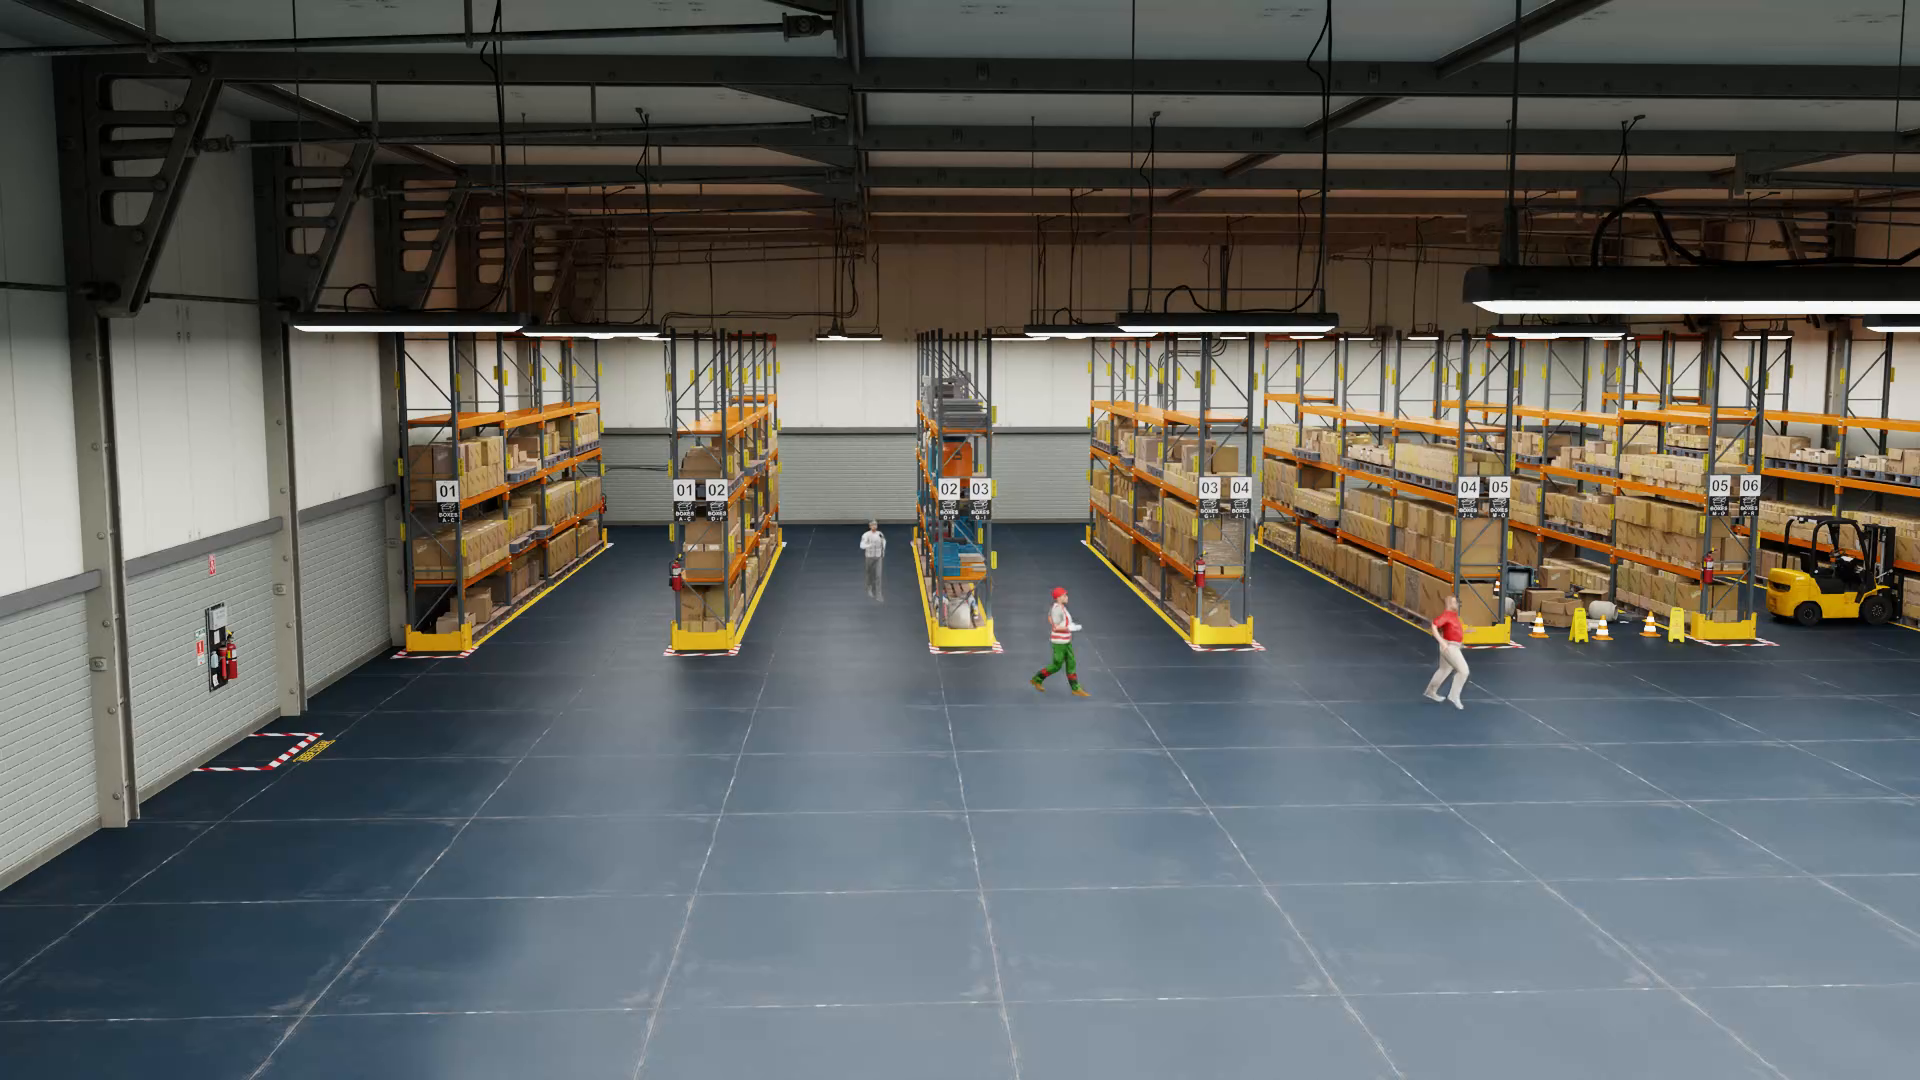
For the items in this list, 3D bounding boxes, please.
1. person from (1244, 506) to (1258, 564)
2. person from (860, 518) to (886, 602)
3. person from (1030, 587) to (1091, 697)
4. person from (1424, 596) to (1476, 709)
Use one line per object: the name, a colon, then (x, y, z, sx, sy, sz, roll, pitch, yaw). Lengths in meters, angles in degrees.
person: (7.598, -0.208, 43.840, 0.555, 1.584, 0.815, 0, 7, 1)
person: (-1.828, 0.402, 35.396, 0.606, 1.739, 0.756, -2, 7, -15)
person: (1.624, 1.650, 26.844, 0.988, 1.783, 0.654, 2, 7, 14)
person: (7.767, 1.782, 26.350, 0.768, 1.798, 0.631, 2, 7, 19)
